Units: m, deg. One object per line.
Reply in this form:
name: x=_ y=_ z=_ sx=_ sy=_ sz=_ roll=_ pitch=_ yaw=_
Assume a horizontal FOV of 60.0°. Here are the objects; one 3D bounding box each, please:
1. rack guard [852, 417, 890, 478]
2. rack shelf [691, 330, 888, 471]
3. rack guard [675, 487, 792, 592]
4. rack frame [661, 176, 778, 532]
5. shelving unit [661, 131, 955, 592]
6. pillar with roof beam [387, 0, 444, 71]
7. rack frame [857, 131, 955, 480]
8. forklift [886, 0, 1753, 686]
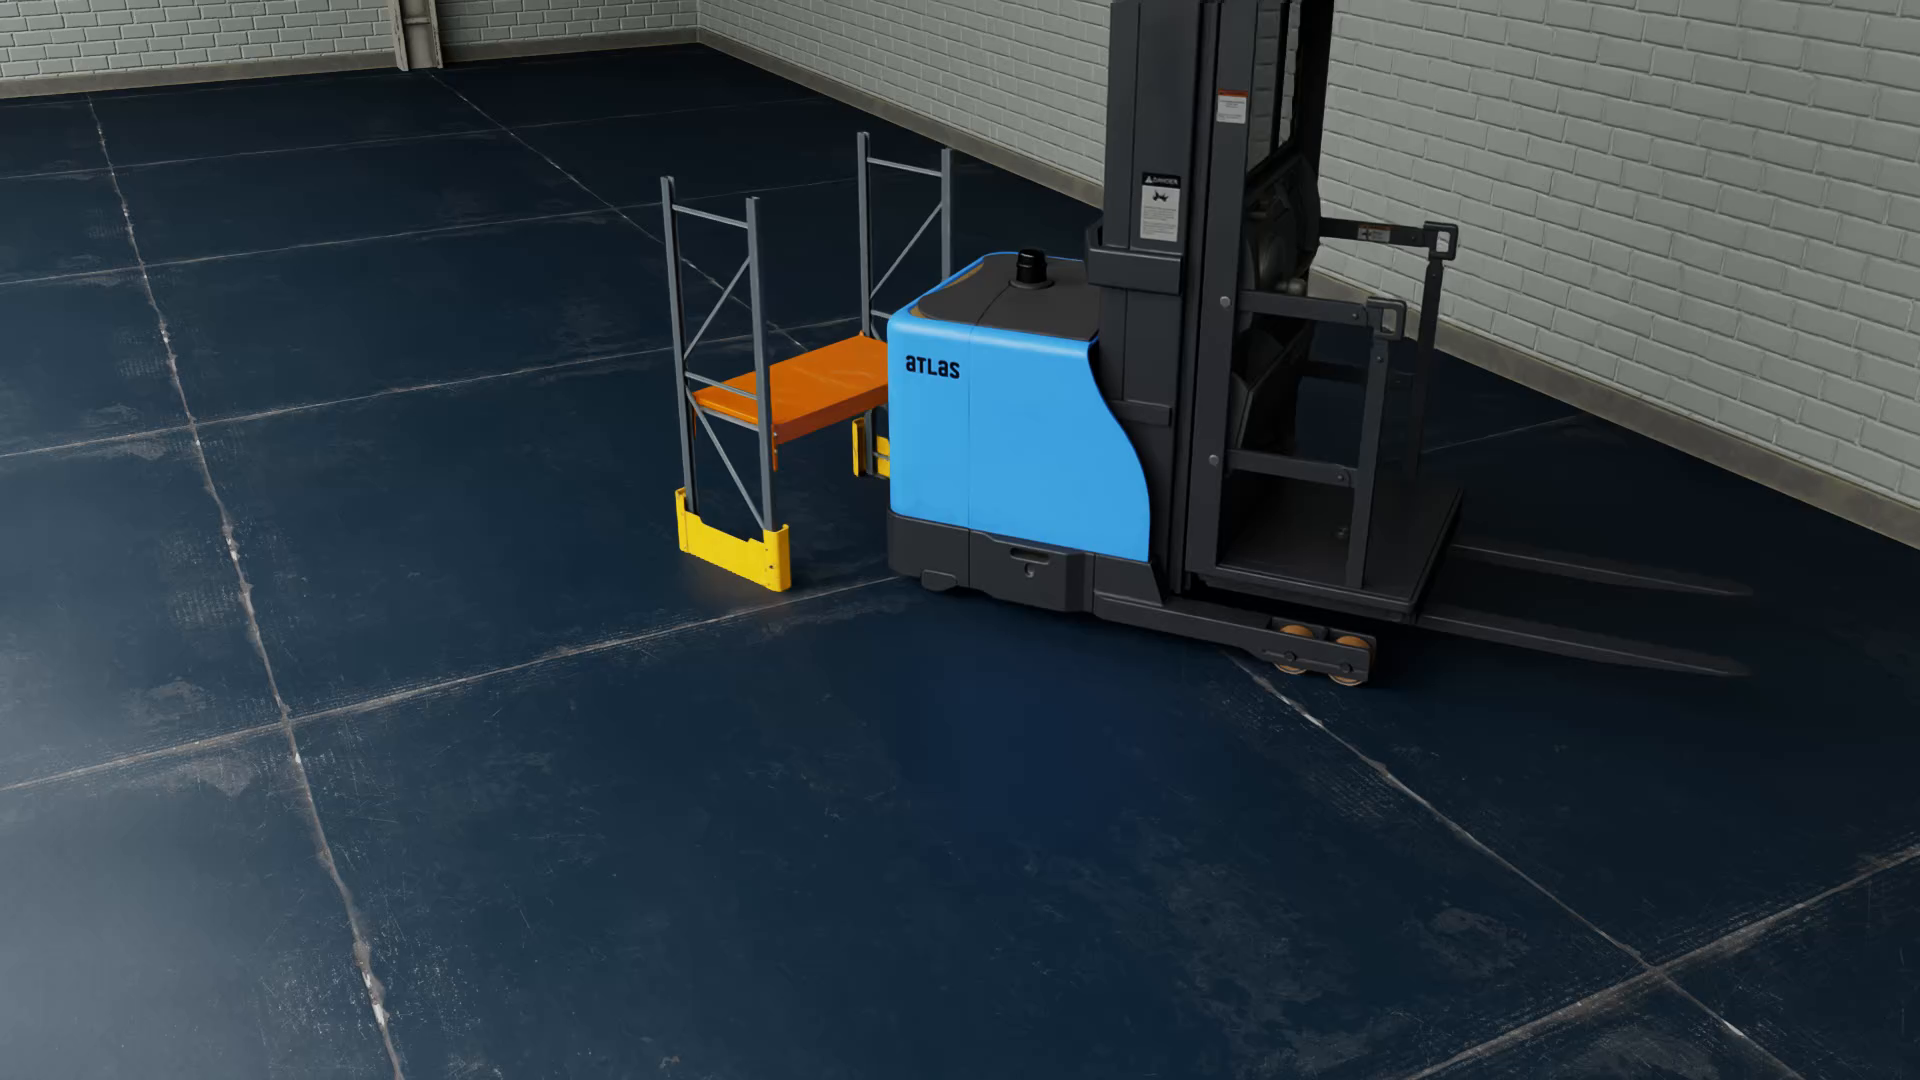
rack guard: x=-0.231 y=-0.333 z=7.154 sx=0.587 sy=0.250 sz=0.087 roll=21 pitch=33 yaw=36
rack shelf: x=-0.552 y=-0.575 z=6.630 sx=0.538 sy=0.185 sz=1.000 roll=21 pitch=33 yaw=36
rack guard: x=-0.886 y=-0.008 z=6.478 sx=0.587 sy=0.250 sz=0.087 roll=21 pitch=33 yaw=36
rack frame: x=-0.887 y=-0.571 z=6.207 sx=0.500 sy=1.500 sz=0.032 roll=21 pitch=33 yaw=36
shelving unit: x=-0.558 y=-0.734 z=6.546 sx=0.587 sy=1.500 sz=1.083 roll=21 pitch=33 yaw=36
pillar with roof beam: x=-3.352 y=-7.126 z=11.195 sx=0.400 sy=9.000 sz=9.100 roll=-13 pitch=29 yaw=-25
rack frame: x=-0.218 y=-0.902 z=6.897 sx=0.500 sy=1.500 sz=0.032 roll=21 pitch=33 yaw=36
forklift: x=1.284 y=-1.083 z=5.619 sx=3.031 sy=2.935 sz=1.130 roll=11 pitch=28 yaw=22
